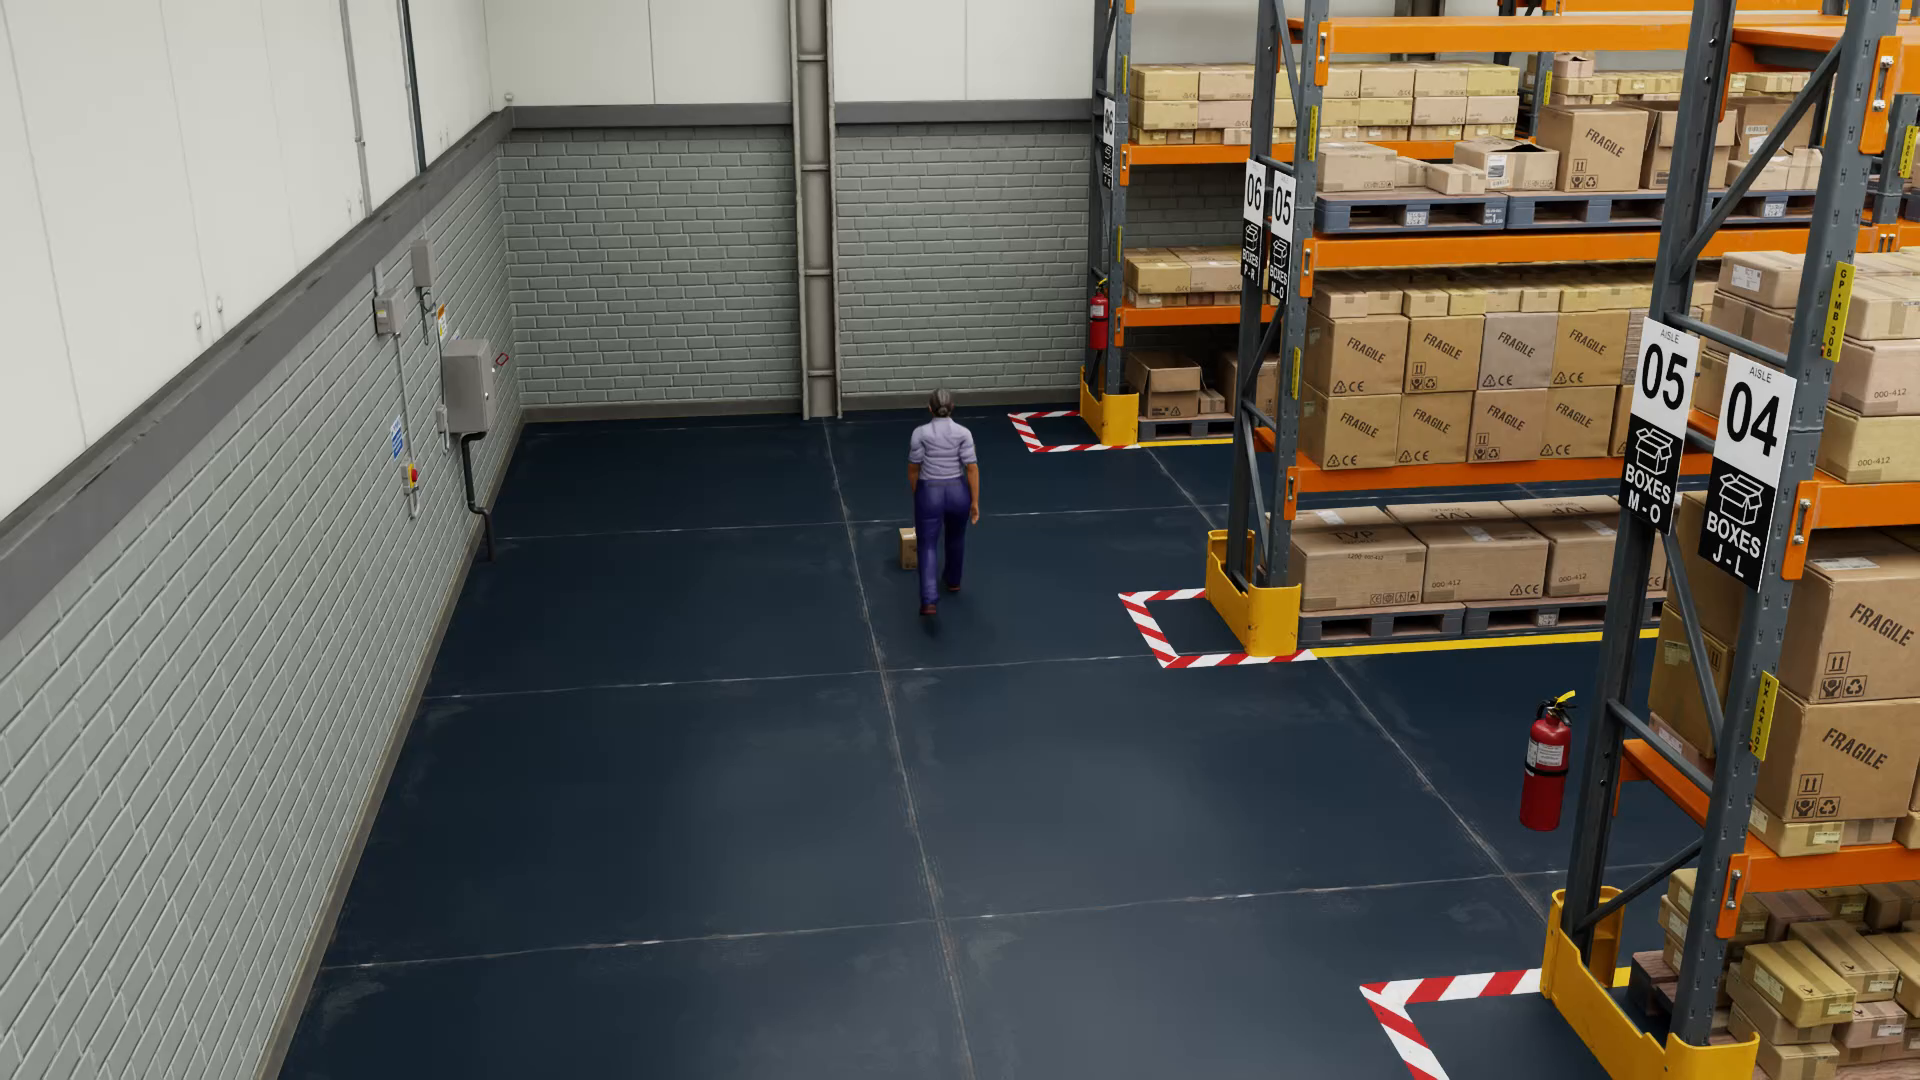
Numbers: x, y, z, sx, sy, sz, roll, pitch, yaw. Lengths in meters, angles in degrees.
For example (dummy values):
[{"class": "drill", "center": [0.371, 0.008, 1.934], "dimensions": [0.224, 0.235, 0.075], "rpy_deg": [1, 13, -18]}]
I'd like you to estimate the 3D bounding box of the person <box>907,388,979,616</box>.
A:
[{"class": "person", "center": [-0.123, -0.293, 11.912], "dimensions": [0.497, 1.601, 0.988], "rpy_deg": [-4, 20, -10]}]
